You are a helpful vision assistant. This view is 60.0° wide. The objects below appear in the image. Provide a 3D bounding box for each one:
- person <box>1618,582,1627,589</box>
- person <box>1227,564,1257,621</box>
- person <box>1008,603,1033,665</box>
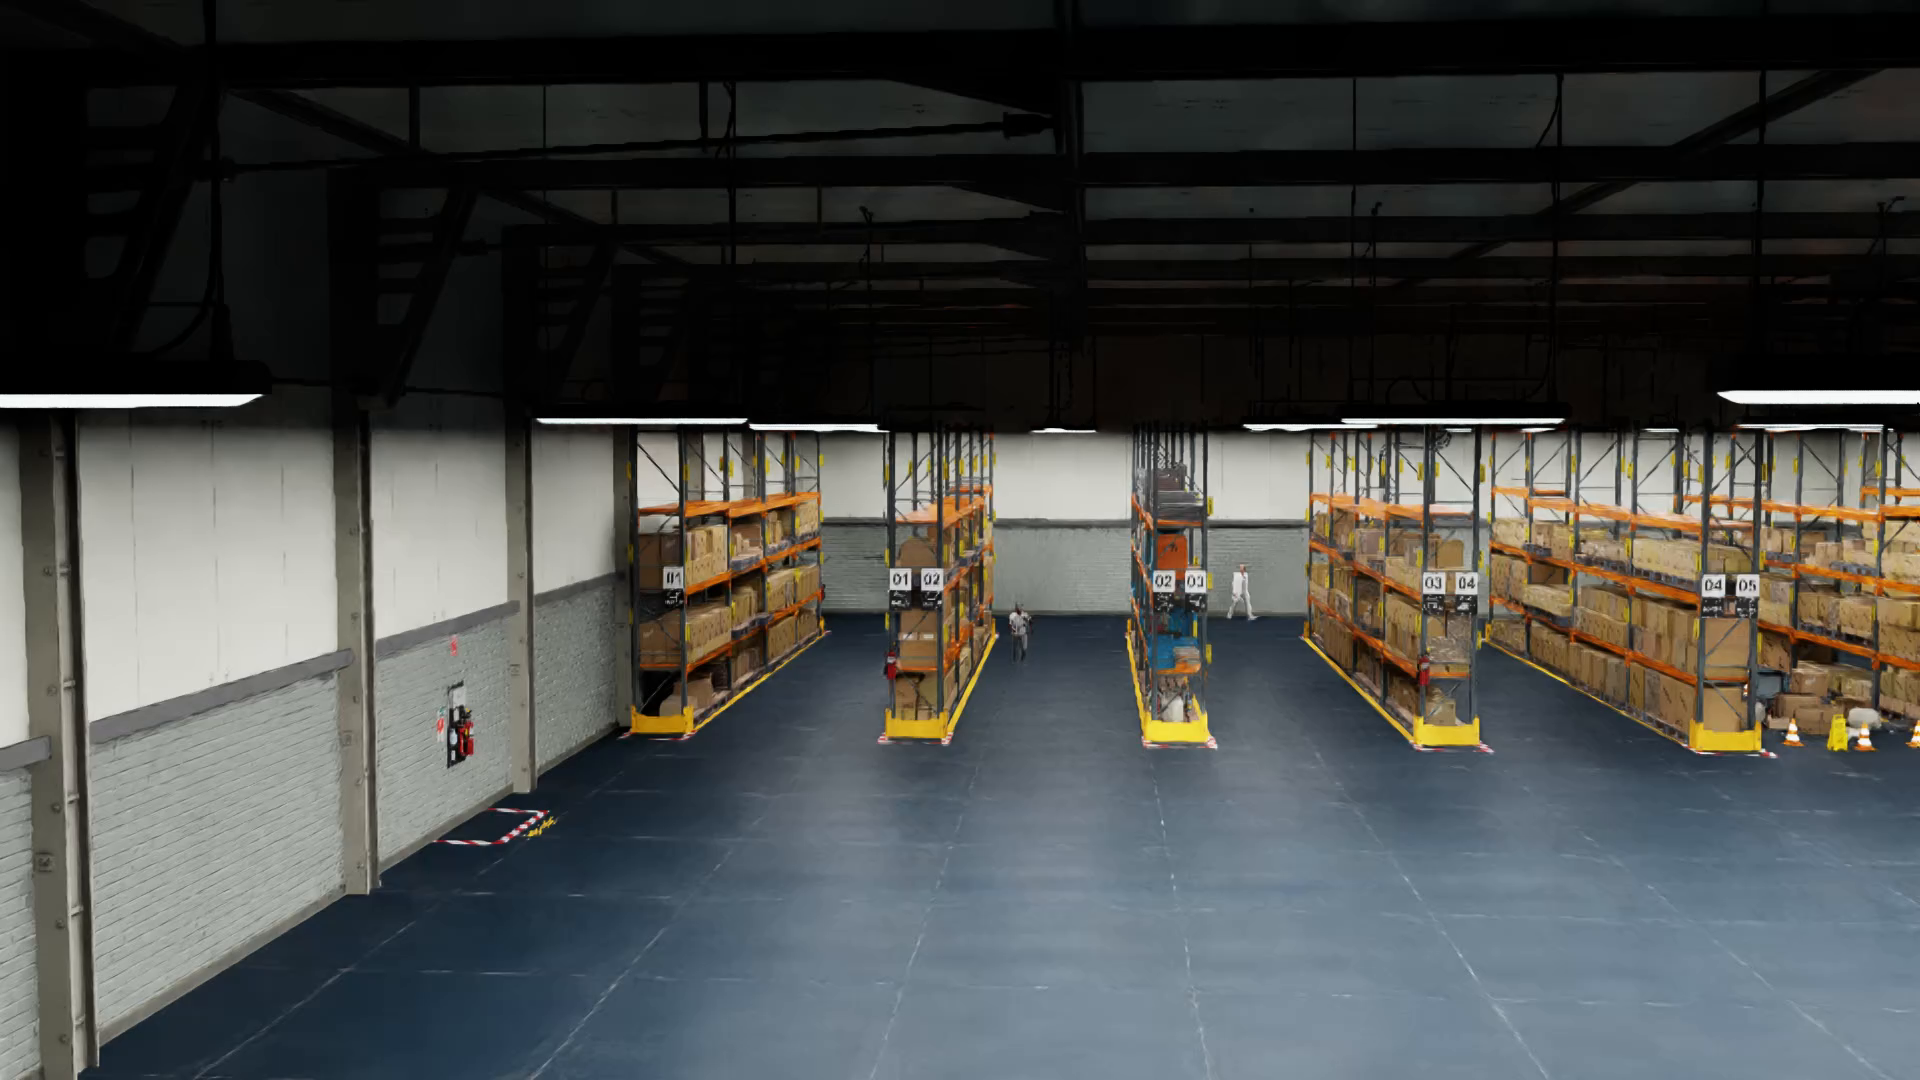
[{"bbox_3d":[18.212,1.948,45.667,0.507,1.769,0.672,0,4,-6],"label":"person"},{"bbox_3d":[8.655,1.604,51.306,0.620,1.749,1.012,-1,4,-21],"label":"person"},{"bbox_3d":[1.481,2.327,41.103,0.584,1.605,0.782,1,4,10],"label":"person"}]
